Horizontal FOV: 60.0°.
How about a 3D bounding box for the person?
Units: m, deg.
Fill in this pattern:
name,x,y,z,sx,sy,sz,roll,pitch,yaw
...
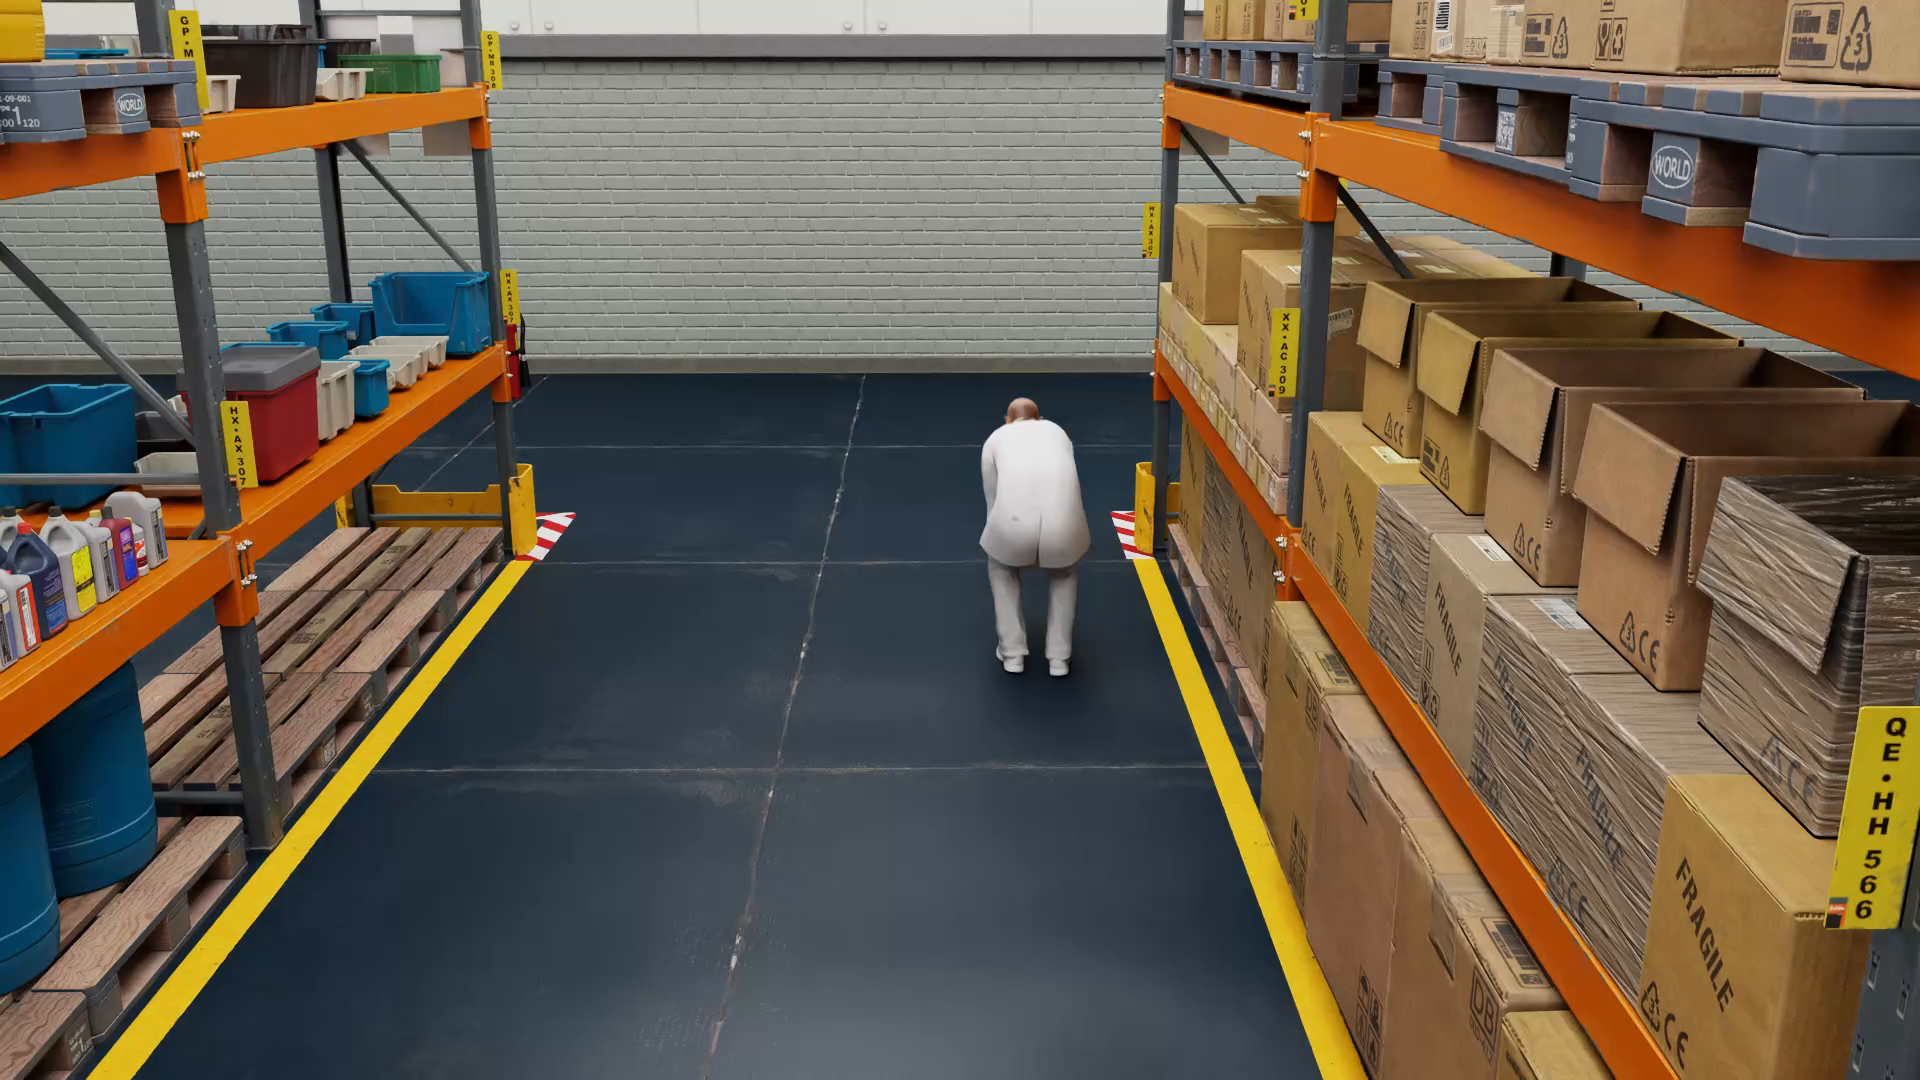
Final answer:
name,x,y,z,sx,sy,sz,roll,pitch,yaw
person,0.369,-0.011,8.505,0.562,1.258,0.909,-1,17,-3
